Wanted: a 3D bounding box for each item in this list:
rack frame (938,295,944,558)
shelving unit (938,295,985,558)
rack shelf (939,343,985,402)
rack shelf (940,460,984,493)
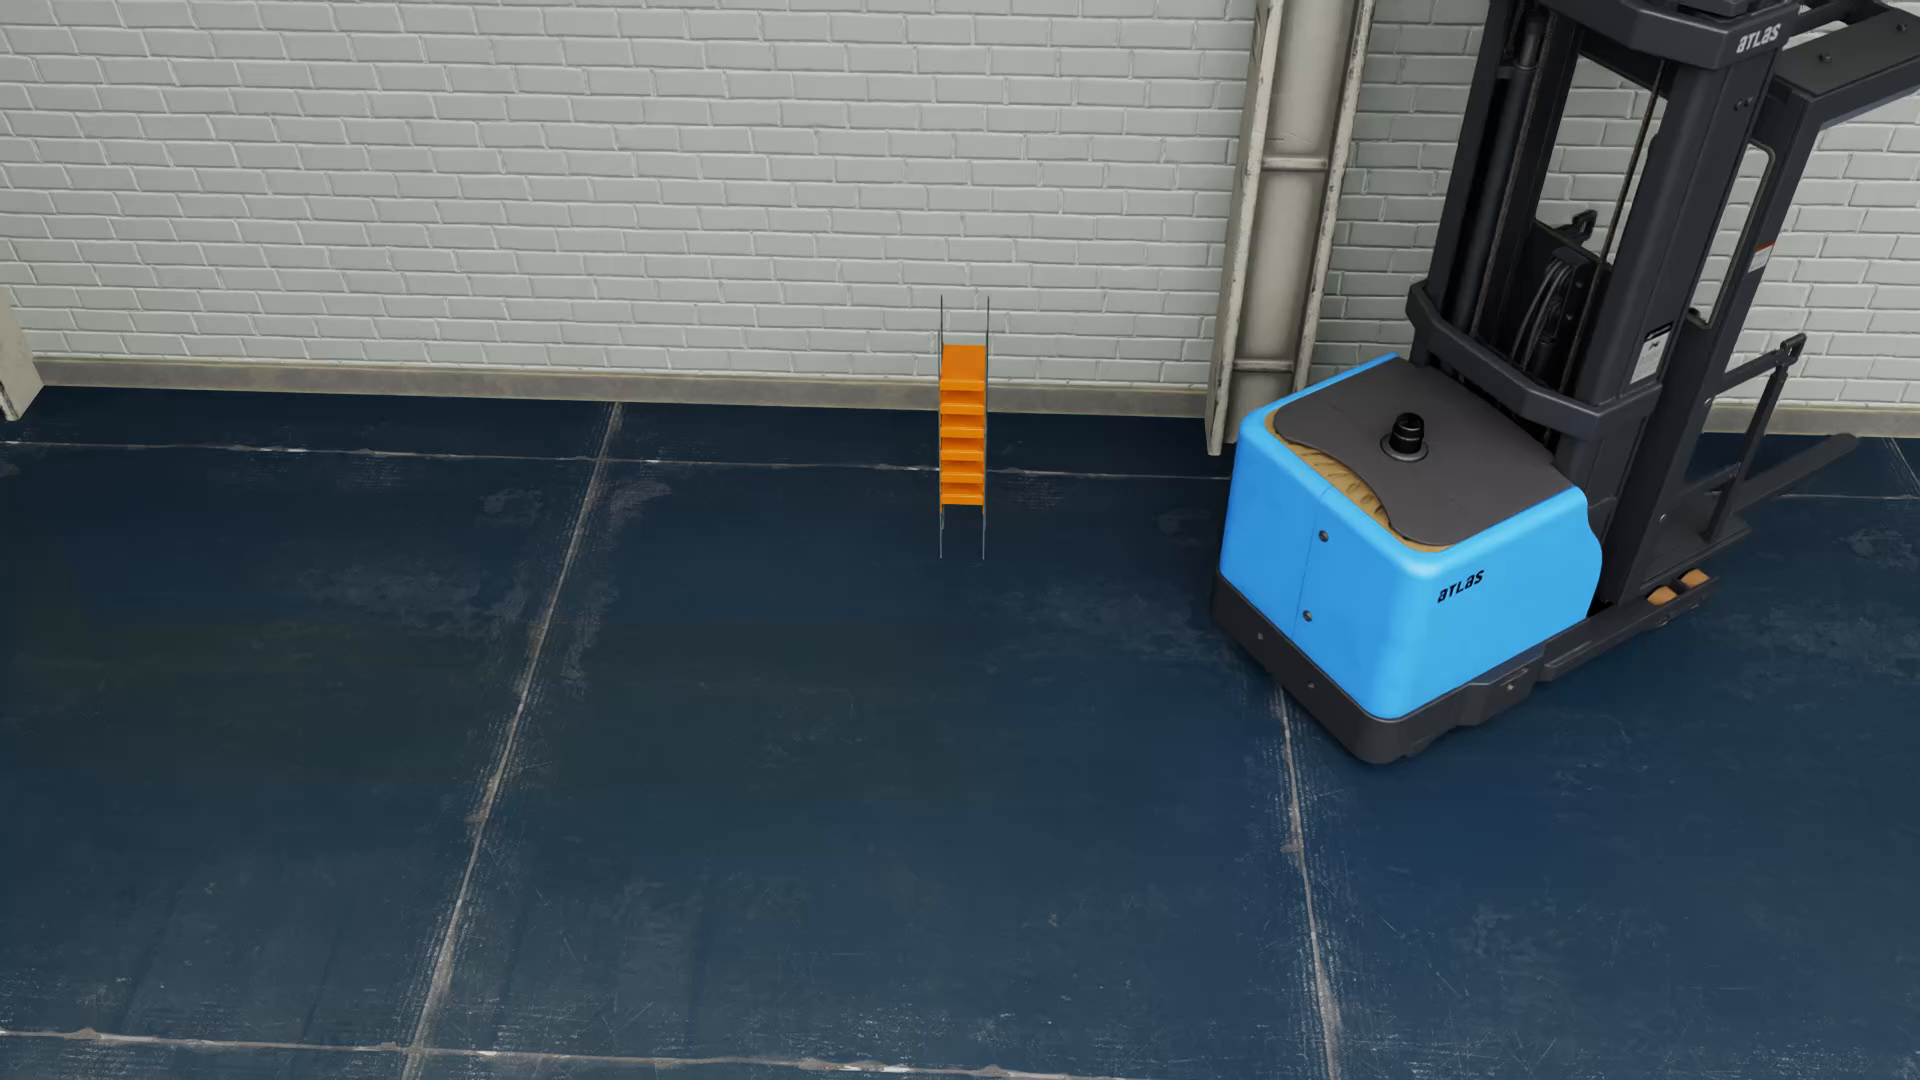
[{"bbox_3d":[-0.077,-0.441,6.844,0.006,1.200,0.240,2,43,2],"label":"rack frame"},{"bbox_3d":[-10.961,0.879,4.986,21.905,1.800,5.752,2,43,2],"label":"shelving unit"},{"bbox_3d":[0.014,-0.669,6.625,0.180,0.103,0.258,2,43,2],"label":"rack shelf"},{"bbox_3d":[0.014,-0.318,6.953,0.180,0.103,0.258,2,43,2],"label":"rack shelf"}]
